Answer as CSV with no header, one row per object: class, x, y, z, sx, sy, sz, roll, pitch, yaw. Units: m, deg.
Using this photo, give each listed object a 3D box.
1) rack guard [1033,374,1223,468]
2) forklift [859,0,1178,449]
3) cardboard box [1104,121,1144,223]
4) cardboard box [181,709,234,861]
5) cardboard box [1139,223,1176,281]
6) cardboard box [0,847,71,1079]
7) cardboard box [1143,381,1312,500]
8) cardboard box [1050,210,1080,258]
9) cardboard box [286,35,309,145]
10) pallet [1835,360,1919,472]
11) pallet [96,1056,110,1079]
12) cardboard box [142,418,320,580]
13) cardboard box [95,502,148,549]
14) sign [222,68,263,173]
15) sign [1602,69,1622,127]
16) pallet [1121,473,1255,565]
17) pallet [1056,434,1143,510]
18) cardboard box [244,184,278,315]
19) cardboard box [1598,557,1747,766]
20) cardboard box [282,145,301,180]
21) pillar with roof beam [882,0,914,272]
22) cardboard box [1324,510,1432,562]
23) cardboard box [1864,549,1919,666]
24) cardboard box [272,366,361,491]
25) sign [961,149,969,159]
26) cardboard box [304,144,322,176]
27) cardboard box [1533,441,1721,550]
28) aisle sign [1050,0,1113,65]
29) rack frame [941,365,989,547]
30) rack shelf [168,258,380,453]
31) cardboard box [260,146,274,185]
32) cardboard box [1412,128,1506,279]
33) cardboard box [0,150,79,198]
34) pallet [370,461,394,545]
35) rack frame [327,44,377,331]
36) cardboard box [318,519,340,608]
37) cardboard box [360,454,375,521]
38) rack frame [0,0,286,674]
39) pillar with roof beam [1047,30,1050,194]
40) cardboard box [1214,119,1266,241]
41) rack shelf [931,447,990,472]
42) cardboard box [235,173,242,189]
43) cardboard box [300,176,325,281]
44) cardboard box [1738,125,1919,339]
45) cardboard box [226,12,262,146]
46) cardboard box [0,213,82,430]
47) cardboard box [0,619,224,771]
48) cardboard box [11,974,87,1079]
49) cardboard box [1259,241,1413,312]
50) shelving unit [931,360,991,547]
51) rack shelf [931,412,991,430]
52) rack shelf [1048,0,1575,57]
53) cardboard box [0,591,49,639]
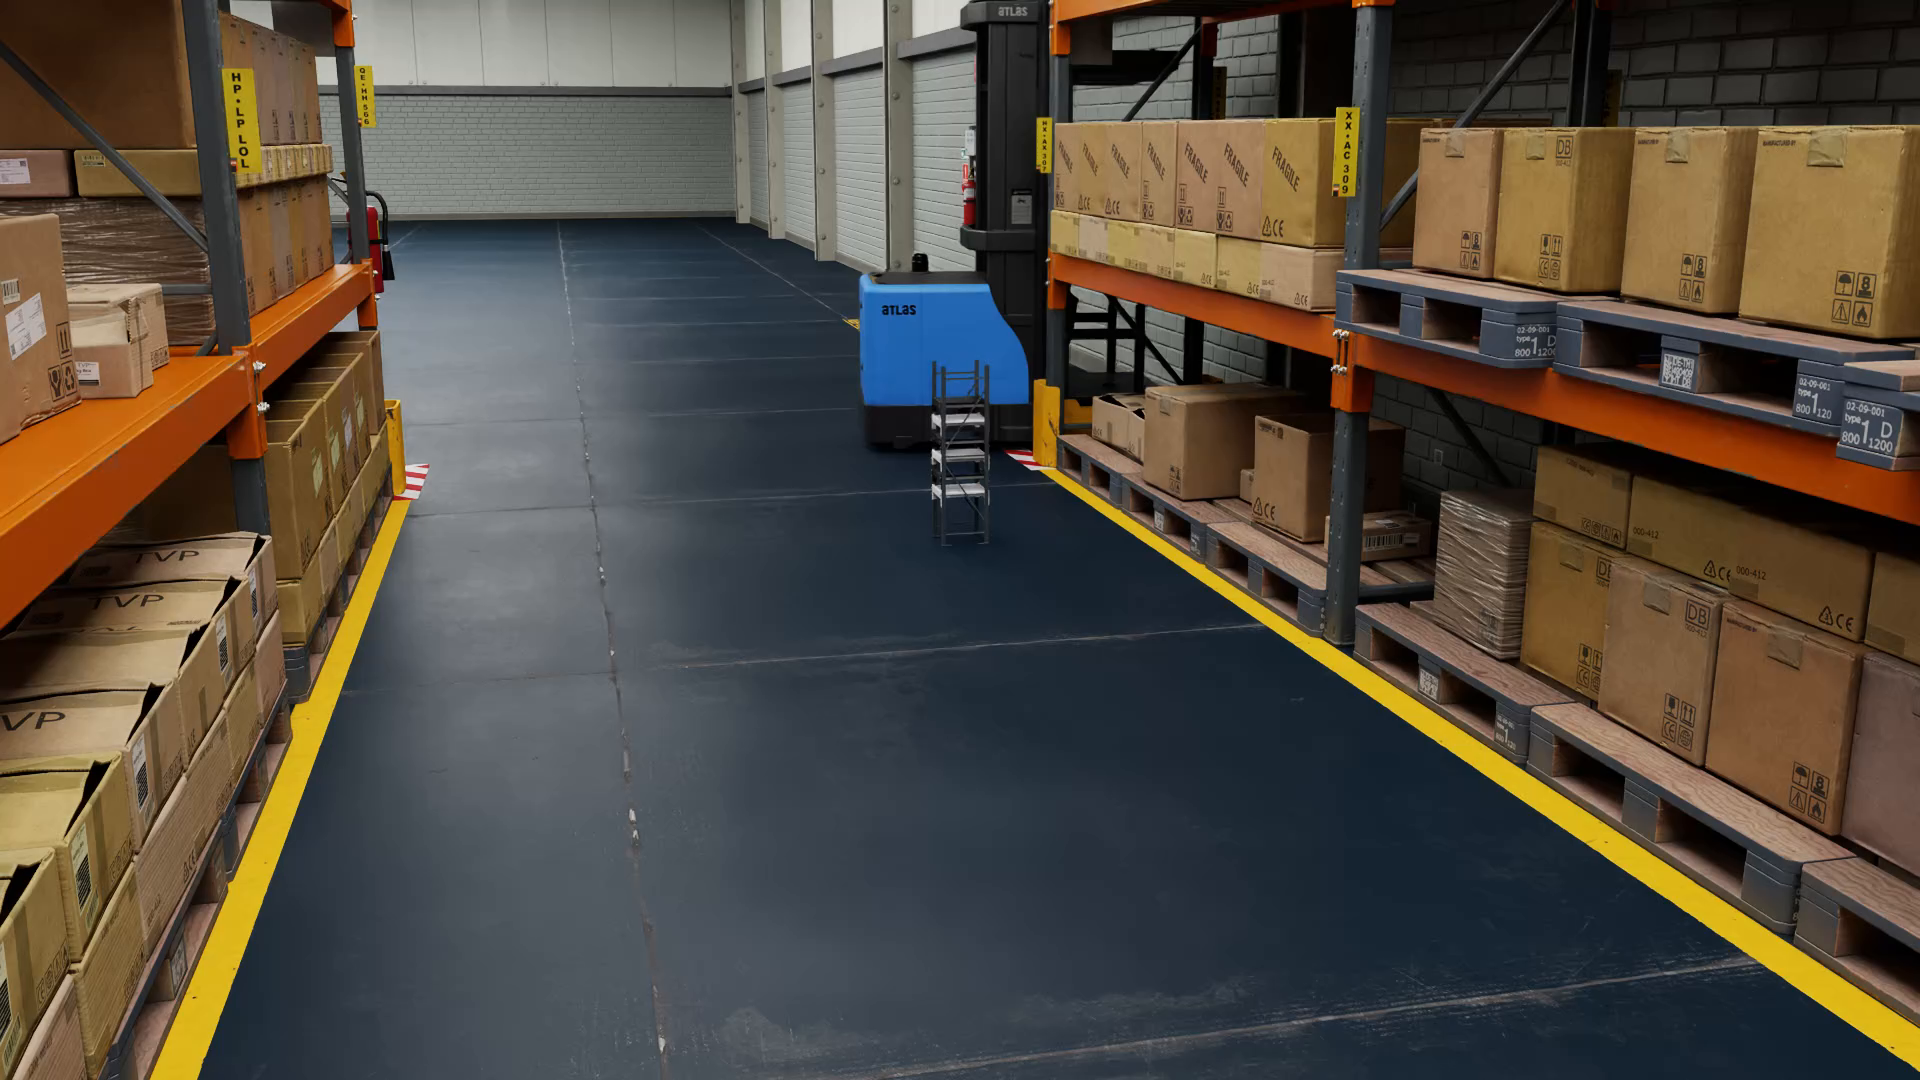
rack guard,1.056,-0.758,10.478,1.175,0.500,0.348,-3,14,-13
forklift,0.847,-2.132,10.976,3.031,2.935,1.130,-1,14,-5
cardboard box,1.080,-1.930,8.702,0.500,0.500,0.500,-4,14,-15
cardboard box,-2.220,0.656,4.332,0.500,0.250,0.500,-3,14,-12
cardboard box,1.211,-1.443,8.288,0.500,0.250,0.500,-3,14,-13
cardboard box,-1.866,0.734,2.831,0.500,0.311,0.500,-4,14,-15
cardboard box,1.371,-0.521,8.581,0.700,0.500,0.500,-4,14,-17
cardboard box,0.844,-1.797,9.735,0.500,0.250,0.500,-4,14,-15
cardboard box,-3.537,-2.150,7.964,0.700,0.500,0.500,-4,14,-15
pallet,2.646,-0.210,3.370,1.213,0.211,1.003,-3,14,-13
pallet,-2.052,1.295,2.682,1.003,0.211,1.213,-3,14,-13
cardboard box,-2.641,-0.147,6.039,0.500,0.500,0.500,-3,14,-13
cardboard box,-3.264,-0.234,6.392,0.500,0.500,0.500,-3,14,-13
sign,-2.311,-1.347,5.347,0.100,0.325,0.005,-3,14,-13
sign,2.516,-1.662,6.468,0.100,0.325,0.005,-3,14,-13
pallet,1.496,-0.148,8.587,1.003,0.211,1.213,-3,14,-13
pallet,1.213,-0.429,9.737,1.003,0.211,1.213,-3,14,-13
cardboard box,-3.191,-1.178,6.719,0.700,0.500,0.500,-3,14,-12
cardboard box,2.418,0.338,5.062,0.700,0.500,0.500,-3,14,-13
cardboard box,-3.195,-1.701,7.491,0.380,0.149,0.250,-3,14,-12
pillar with roof beam,-4.959,-7.320,19.426,9.100,9.000,0.400,-3,14,-13
cardboard box,1.823,-0.027,7.258,0.380,0.166,0.250,-5,15,-21
cardboard box,2.624,0.193,4.075,0.500,0.250,0.500,-3,14,-12
cardboard box,-2.995,-0.493,7.455,0.500,0.500,0.500,-3,14,-13
sign,0.054,-4.240,18.269,0.001,0.109,0.331,-3,14,-13
cardboard box,-3.378,-1.880,8.225,0.380,0.149,0.250,-3,14,-14
cardboard box,2.274,-0.161,5.525,0.500,0.250,0.500,-4,14,-14
aisle sign,0.730,-3.253,9.944,0.394,0.787,0.004,-3,14,-13
rack frame,0.026,-0.412,8.217,0.240,0.900,0.006,-3,14,-13
rack shelf,-3.306,-0.902,7.316,1.077,0.370,4.000,-3,14,-13
cardboard box,-3.018,-1.524,6.767,0.380,0.149,0.250,-4,14,-15
cardboard box,2.064,-1.210,5.923,0.700,0.500,0.500,-3,14,-13
cardboard box,-3.109,-1.205,5.461,0.380,0.149,0.250,-3,14,-13
pallet,-3.556,-0.185,8.738,1.003,0.211,1.213,-3,14,-13
rack frame,-3.776,-1.713,9.119,1.000,3.000,0.127,-3,14,-13
cardboard box,-2.763,0.102,6.599,0.500,0.250,0.500,-3,14,-13
cardboard box,-3.114,-0.244,8.016,0.500,0.250,0.500,-3,14,-13
rack frame,-2.836,-0.790,5.342,1.000,3.000,0.127,-3,14,-13
pillar with roof beam,-3.550,-5.935,13.761,9.100,9.000,0.400,-3,14,-13
cardboard box,1.443,-1.575,7.248,0.500,0.500,0.500,-3,14,-14
rack shelf,0.002,-0.403,8.320,0.258,0.077,0.200,-3,14,-13
cardboard box,-2.833,-1.344,6.032,0.380,0.149,0.250,-4,14,-15
cardboard box,-3.551,-1.532,8.169,0.700,0.500,0.500,-3,14,-12
cardboard box,2.483,-0.801,4.248,0.700,0.500,0.500,-3,14,-13
cardboard box,-3.184,-1.803,6.544,0.700,0.500,0.500,-3,14,-13
cardboard box,-2.548,-0.539,4.104,0.500,0.500,0.500,-2,14,-9
cardboard box,-2.220,0.381,4.273,0.500,0.311,0.500,-3,14,-13
cardboard box,-1.853,1.011,2.878,0.500,0.250,0.500,-4,14,-15
cardboard box,1.572,-1.097,6.869,0.500,0.250,0.500,-3,14,-13
shelving unit,0.002,-0.435,8.313,0.258,0.900,0.210,-3,14,-13
rack shelf,0.002,-0.578,8.278,0.258,0.077,0.200,-3,14,-13
rack shelf,1.508,-2.636,8.094,1.077,0.370,4.000,-3,14,-13
cardboard box,-2.869,0.294,4.631,0.500,0.311,0.500,-3,14,-14
